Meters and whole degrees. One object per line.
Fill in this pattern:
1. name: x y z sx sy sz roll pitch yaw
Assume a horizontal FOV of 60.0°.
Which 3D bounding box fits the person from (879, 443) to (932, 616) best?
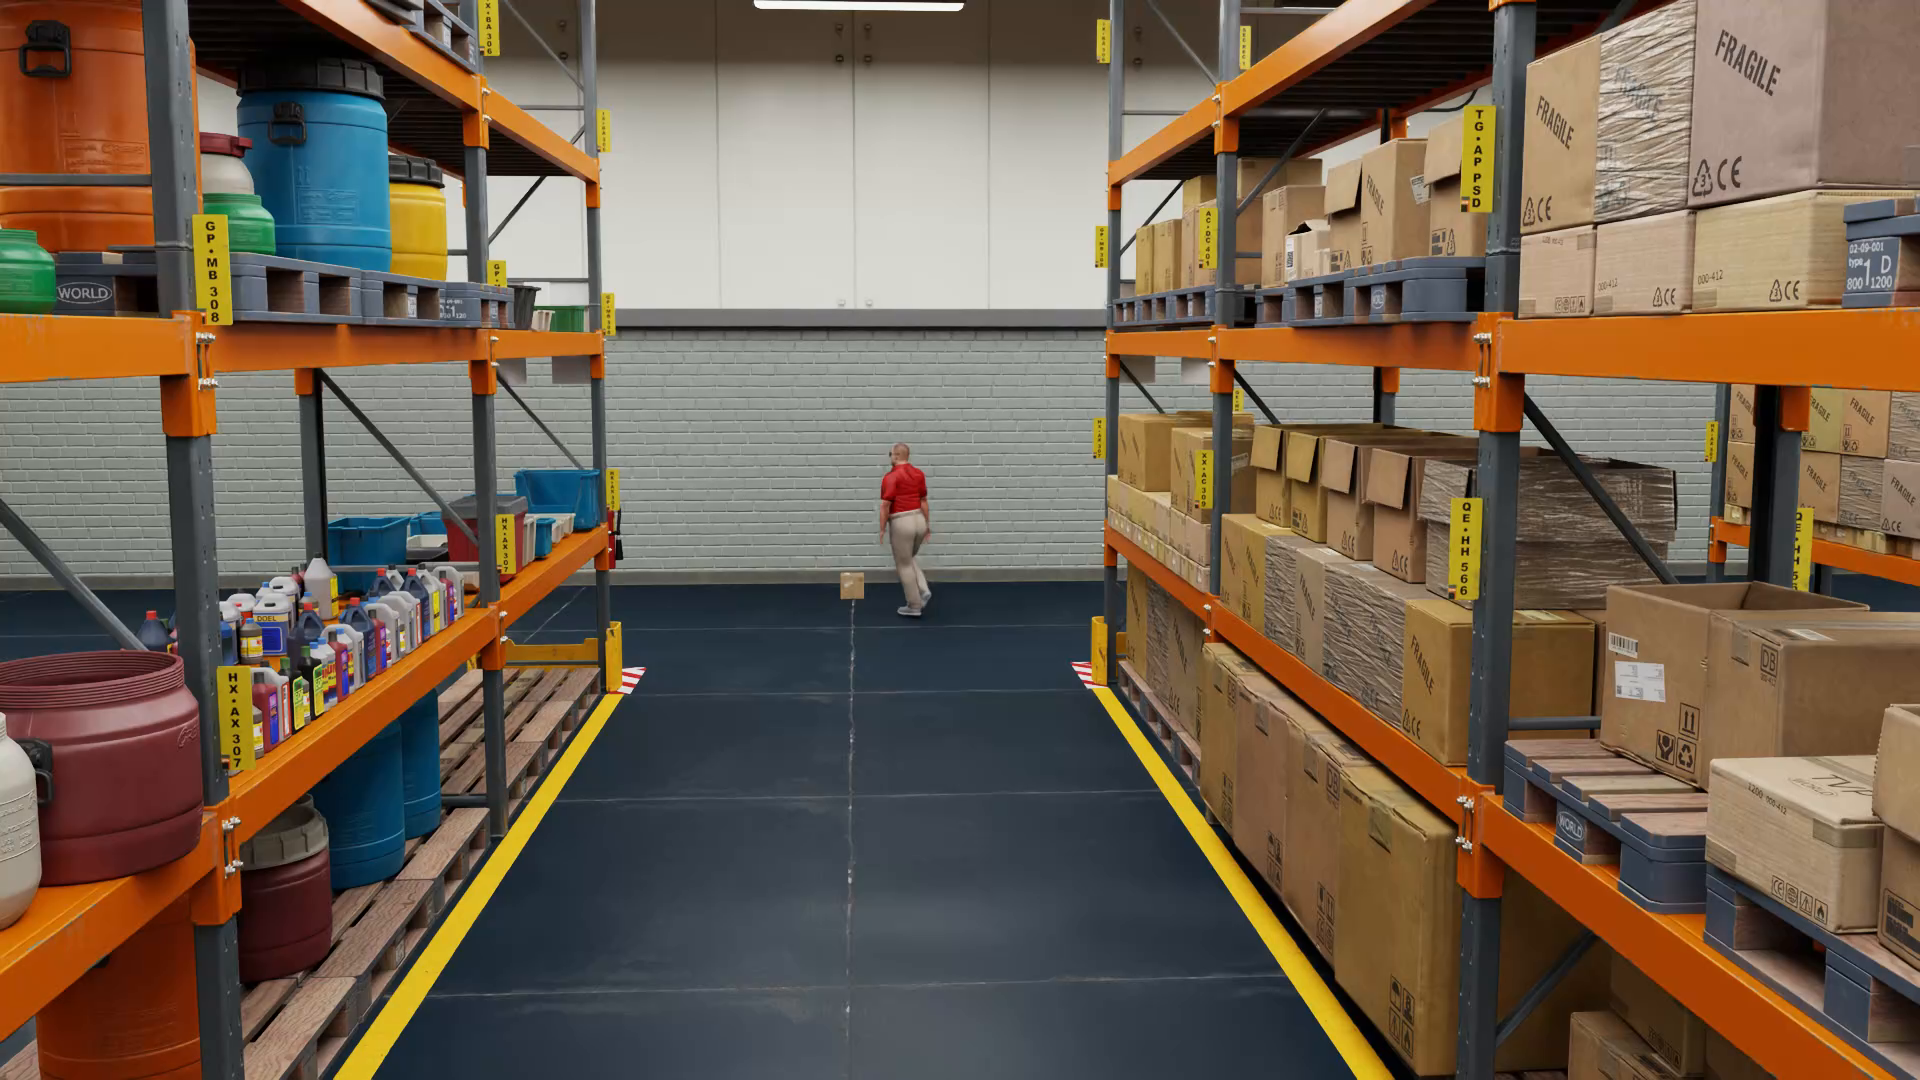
1. person: -0.541 -0.110 16.591 0.461 1.717 0.646 6 9 43
